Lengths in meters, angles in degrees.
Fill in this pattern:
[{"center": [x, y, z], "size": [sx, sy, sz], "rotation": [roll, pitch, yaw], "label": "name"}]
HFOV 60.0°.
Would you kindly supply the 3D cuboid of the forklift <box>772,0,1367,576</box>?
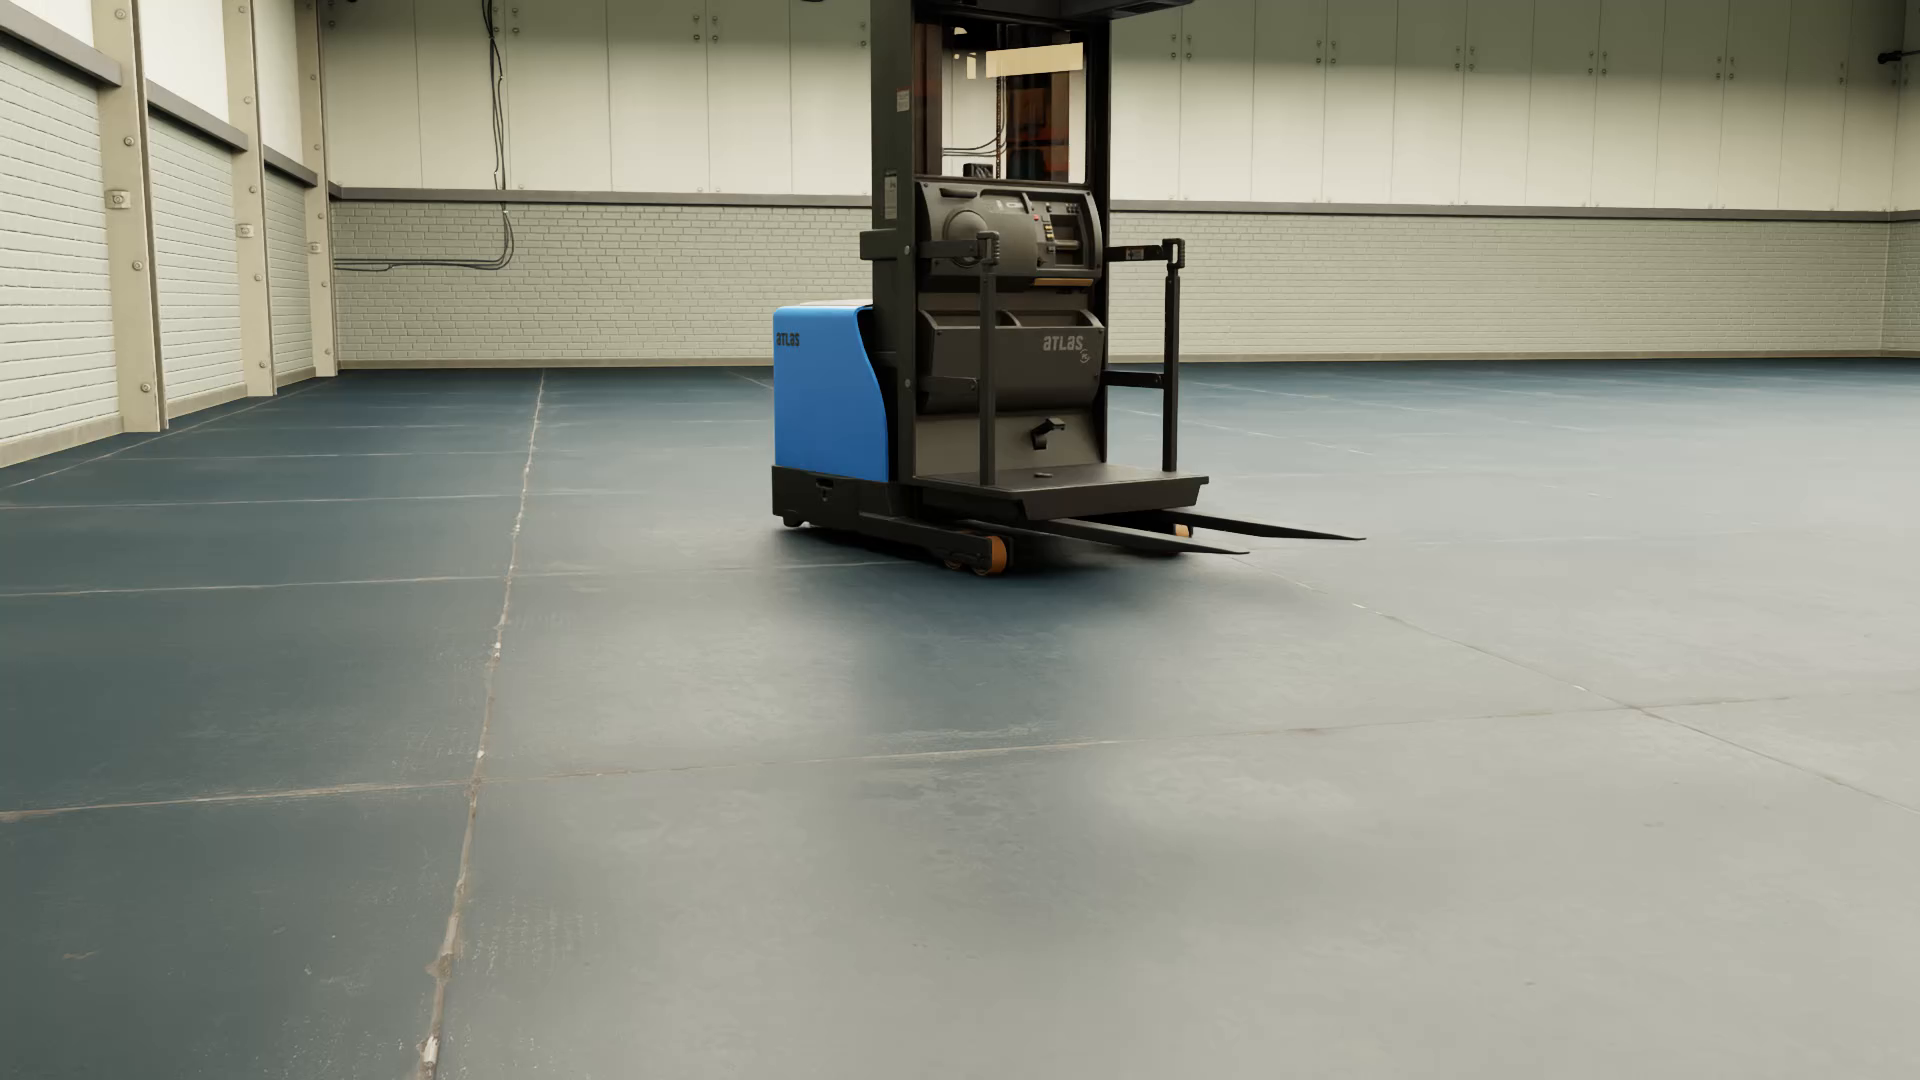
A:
[{"center": [0.355, -1.383, 7.015], "size": [1.130, 2.935, 3.031], "rotation": [-6, 10, -35], "label": "forklift"}]
